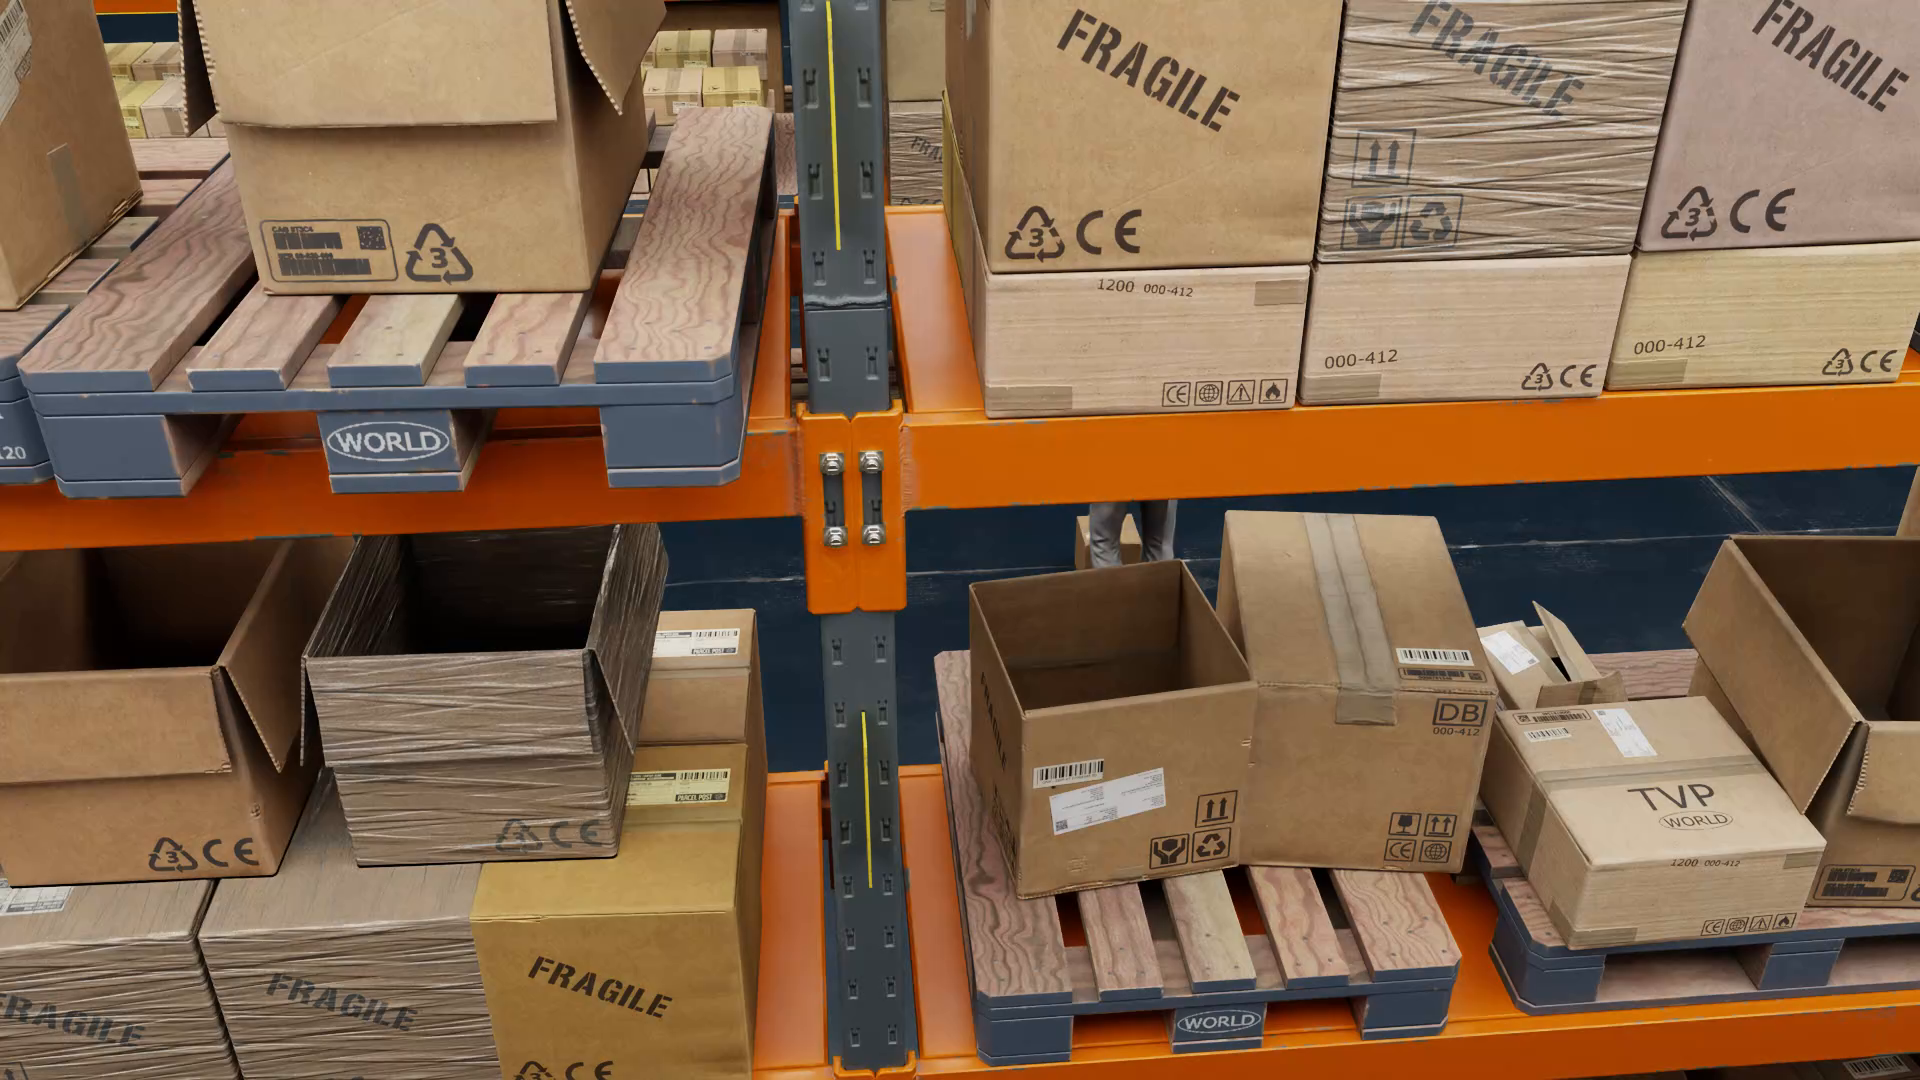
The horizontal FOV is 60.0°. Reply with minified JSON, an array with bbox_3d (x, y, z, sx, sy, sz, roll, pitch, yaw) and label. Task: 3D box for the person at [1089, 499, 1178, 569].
[{"bbox_3d":[0.684,-0.295,6.628,0.470,1.666,0.328,-2,31,-4],"label":"person"}]
